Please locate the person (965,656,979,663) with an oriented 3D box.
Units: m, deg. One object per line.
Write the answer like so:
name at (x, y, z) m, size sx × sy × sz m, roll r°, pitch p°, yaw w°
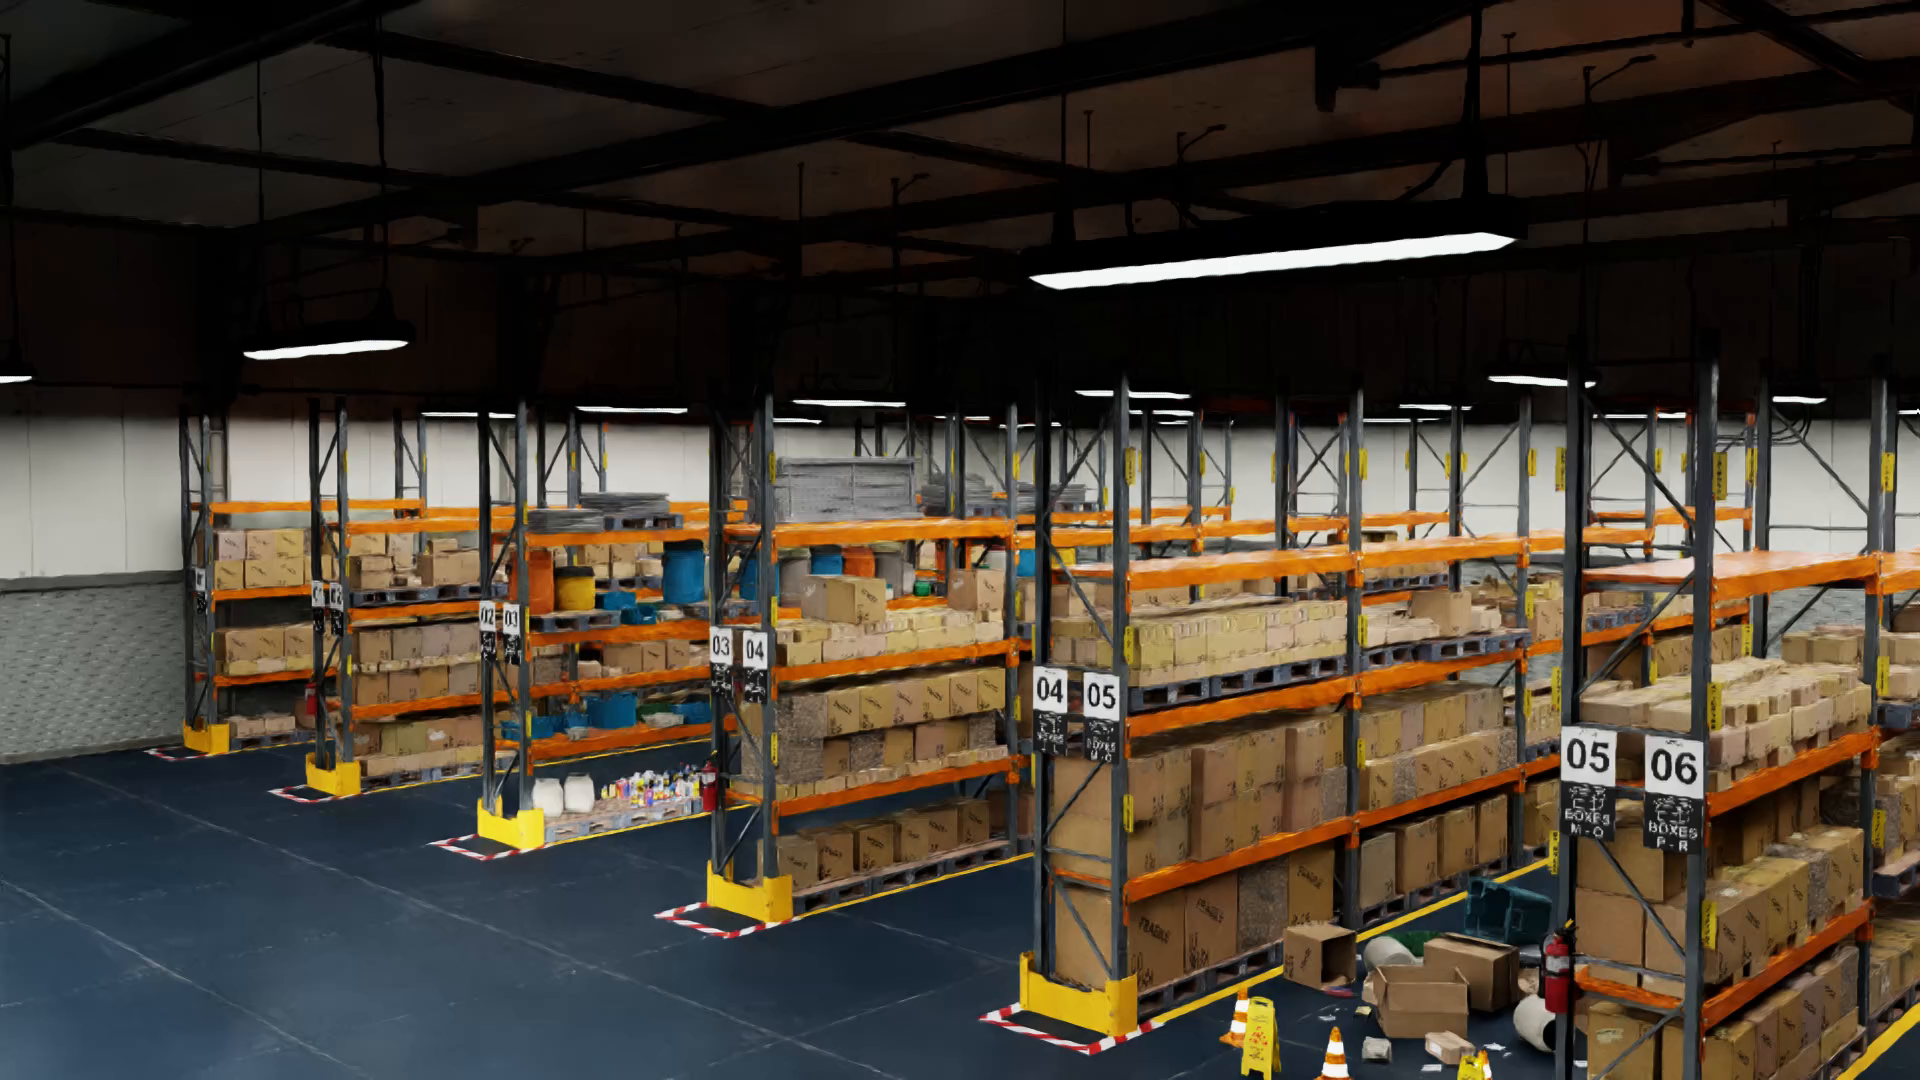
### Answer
person at (0.135, 2.668, 31.297) m, size 0.719 × 1.714 × 0.578 m, roll 3°, pitch 4°, yaw 42°
